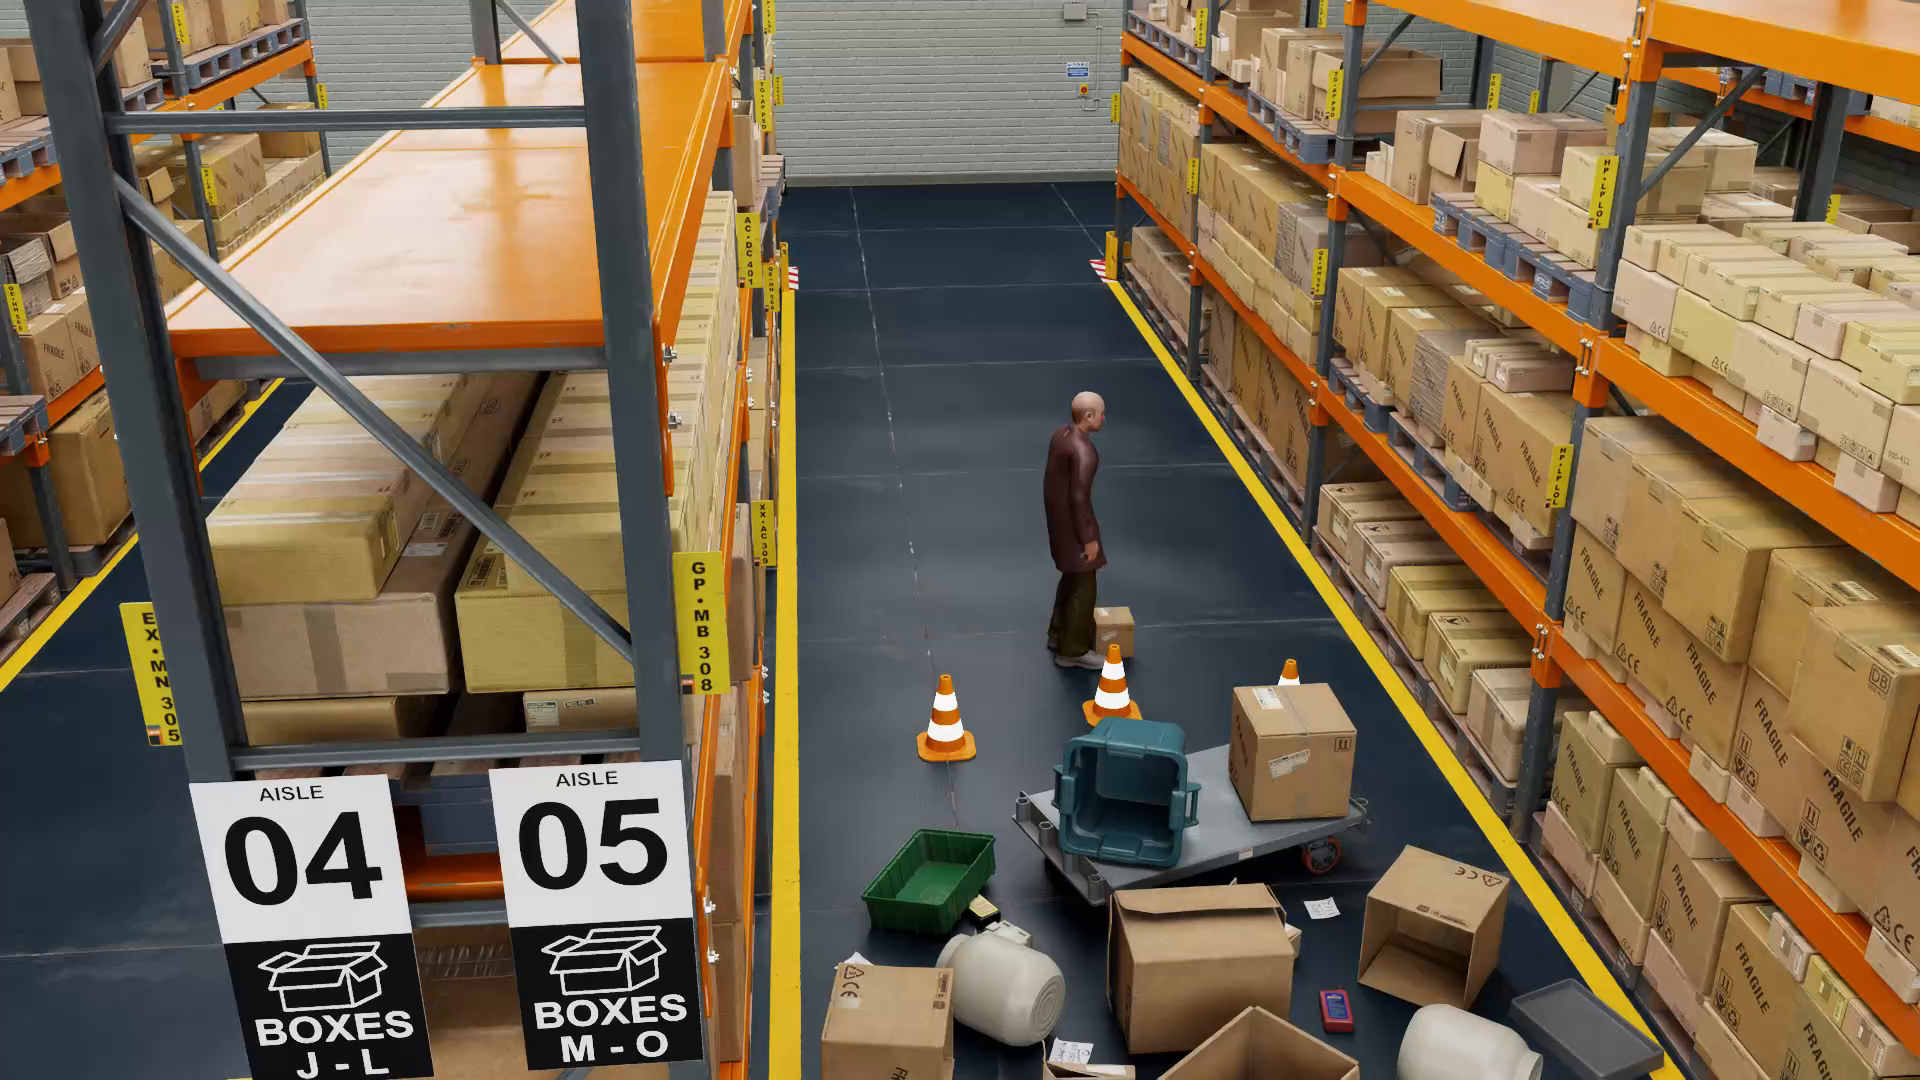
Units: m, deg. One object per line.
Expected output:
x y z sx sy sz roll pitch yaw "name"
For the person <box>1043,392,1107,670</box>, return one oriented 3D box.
0.744 -0.083 10.551 0.429 1.772 0.644 -3 24 -8 "person"
